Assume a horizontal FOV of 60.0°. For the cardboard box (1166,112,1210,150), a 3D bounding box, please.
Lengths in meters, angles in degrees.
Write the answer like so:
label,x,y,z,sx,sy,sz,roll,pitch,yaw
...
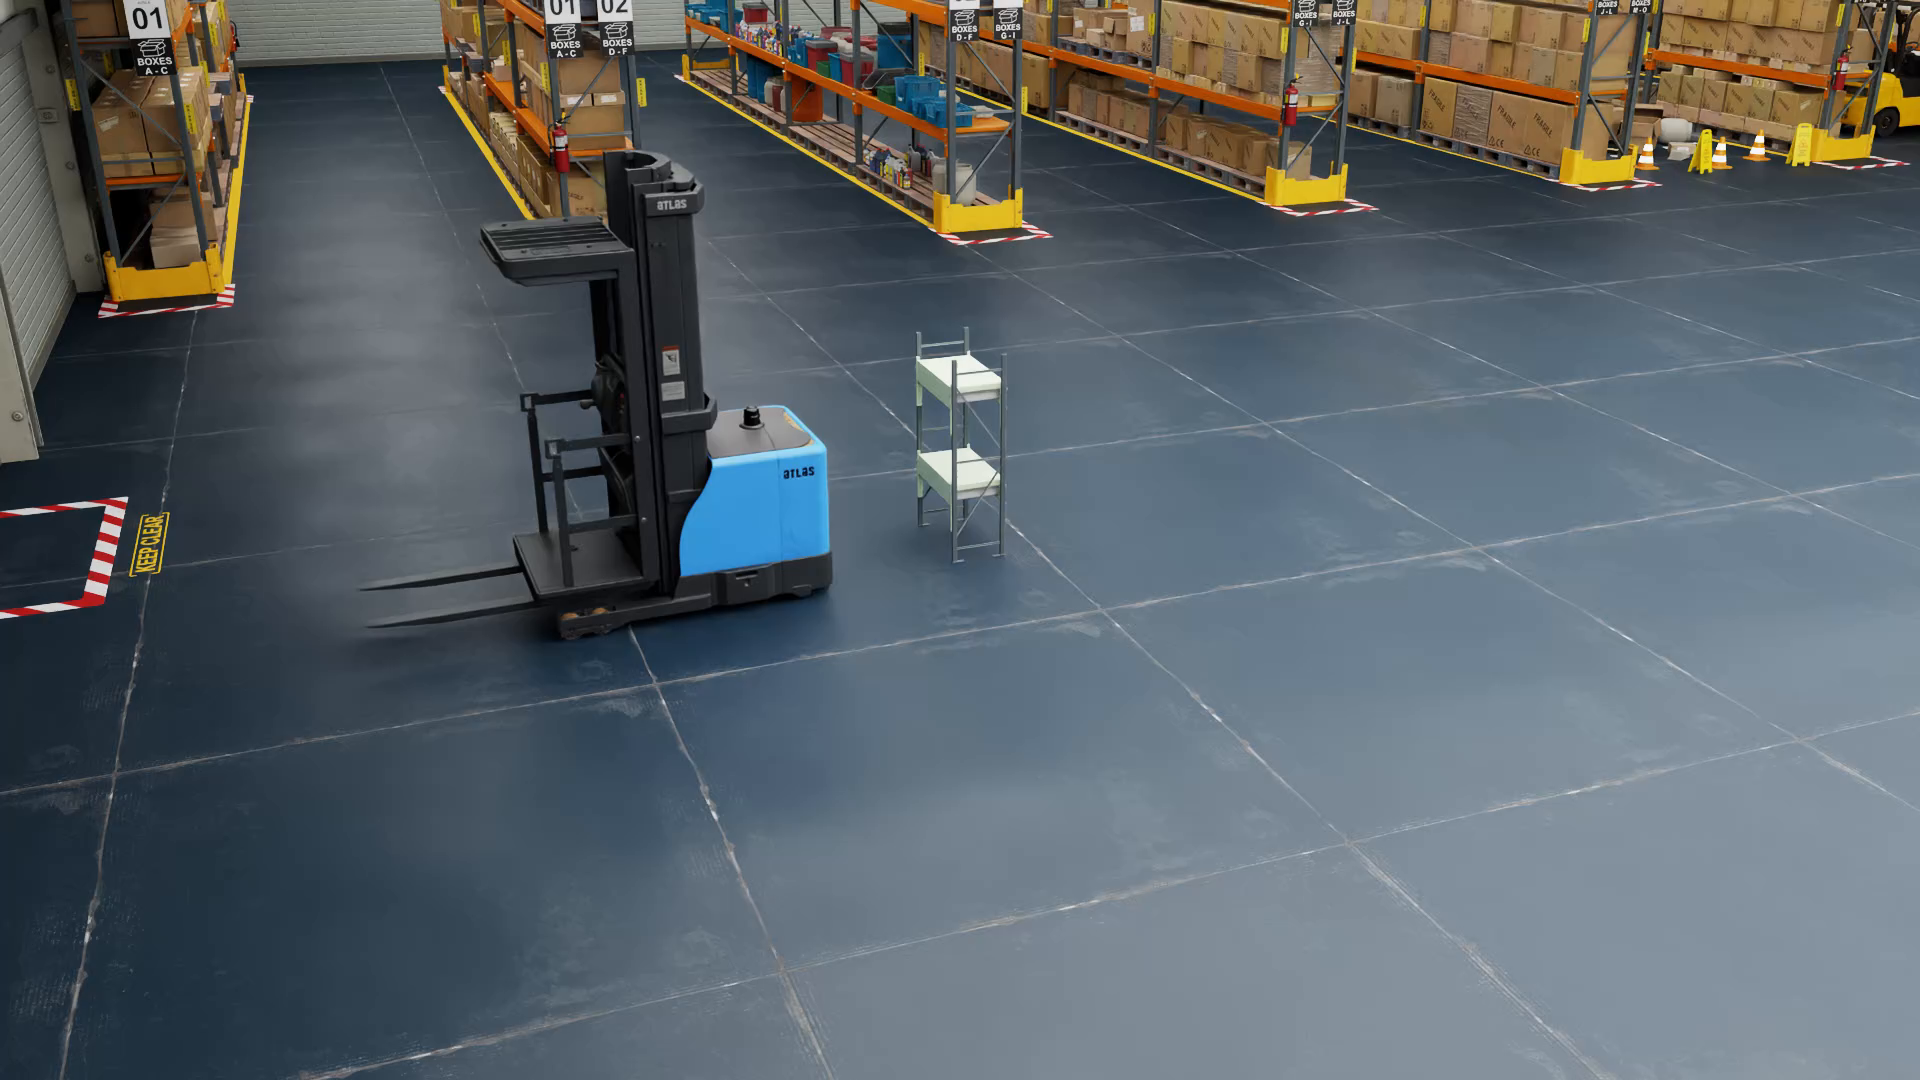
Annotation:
label,x,y,z,sx,sy,sz,roll,pitch,yaw
cardboard box,3.634,-6.536,26.574,0.500,0.500,0.500,-9,25,-21

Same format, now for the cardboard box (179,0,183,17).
label,x,y,z,sx,sy,sz,roll,pitch,yaw
cardboard box,-9.395,-6.327,19.382,0.500,0.500,0.500,-7,24,-16

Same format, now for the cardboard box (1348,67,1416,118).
label,x,y,z,sx,sy,sz,roll,pitch,yaw
cardboard box,7.566,-8.011,29.750,1.050,0.750,0.750,-8,24,-19

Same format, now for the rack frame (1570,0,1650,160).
label,x,y,z,sx,sy,sz,roll,pitch,yaw
rack frame,9.619,-6.836,24.607,1.000,3.000,0.127,-8,24,-19

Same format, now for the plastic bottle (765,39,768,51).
label,x,y,z,sx,sy,sz,roll,pitch,yaw
plastic bottle,-3.404,-8.792,29.504,0.097,0.201,0.097,0,23,0

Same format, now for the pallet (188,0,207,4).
label,x,y,z,sx,sy,sz,roll,pitch,yaw
pallet,-10.490,-7.141,21.711,1.213,0.211,1.003,-8,24,-19

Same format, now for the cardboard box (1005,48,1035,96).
label,x,y,z,sx,sy,sz,roll,pitch,yaw
cardboard box,1.585,-8.892,31.680,1.225,0.875,0.875,-8,24,-19

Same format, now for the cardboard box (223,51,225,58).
label,x,y,z,sx,sy,sz,roll,pitch,yaw
cardboard box,-12.702,-8.235,28.223,0.380,0.149,0.250,-8,24,-18

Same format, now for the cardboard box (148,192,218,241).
label,x,y,z,sx,sy,sz,roll,pitch,yaw
cardboard box,-9.532,-3.949,20.408,0.700,0.500,0.500,-10,25,-22

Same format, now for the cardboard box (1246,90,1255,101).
label,x,y,z,sx,sy,sz,roll,pitch,yaw
cardboard box,4.352,-6.419,23.942,0.380,0.149,0.250,-8,24,-19

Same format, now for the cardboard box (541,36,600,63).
label,x,y,z,sx,sy,sz,roll,pitch,yaw
cardboard box,-4.867,-6.042,20.925,0.700,0.500,0.500,-8,24,-19

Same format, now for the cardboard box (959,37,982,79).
label,x,y,z,sx,sy,sz,roll,pitch,yaw
cardboard box,0.546,-10.018,34.351,0.875,0.875,0.875,-8,24,-19

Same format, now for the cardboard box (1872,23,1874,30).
label,x,y,z,sx,sy,sz,roll,pitch,yaw
cardboard box,17.523,-9.837,31.920,0.500,0.250,0.500,-8,24,-18

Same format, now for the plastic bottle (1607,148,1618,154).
label,x,y,z,sx,sy,sz,roll,pitch,yaw
plastic bottle,10.713,-6.404,27.365,0.133,0.061,0.283,-18,29,-37

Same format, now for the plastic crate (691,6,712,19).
label,x,y,z,sx,sy,sz,roll,pitch,yaw
plastic crate,-5.331,-10.903,34.394,0.416,0.233,0.300,-8,24,-19

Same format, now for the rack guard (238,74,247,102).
label,x,y,z,sx,sy,sz,roll,pitch,yaw
rack guard,-14.619,-8.824,32.542,1.175,0.500,0.348,-8,24,-19

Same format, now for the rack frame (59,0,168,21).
label,x,y,z,sx,sy,sz,roll,pitch,yaw
rack frame,-8.958,-6.918,17.077,1.000,3.000,0.127,-8,24,-19

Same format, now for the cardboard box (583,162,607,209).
label,x,y,z,sx,sy,sz,roll,pitch,yaw
cardboard box,-4.485,-4.513,21.130,0.500,0.500,0.500,-8,24,-19

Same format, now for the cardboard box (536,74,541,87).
label,x,y,z,sx,sy,sz,roll,pitch,yaw
cardboard box,-5.274,-5.946,21.532,0.380,0.149,0.250,-9,24,-19

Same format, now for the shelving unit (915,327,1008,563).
label,x,y,z,sx,sy,sz,roll,pitch,yaw
shelving unit,0.002,-0.689,11.953,0.431,1.500,0.755,-8,24,-19

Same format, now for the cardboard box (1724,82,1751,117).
label,x,y,z,sx,sy,sz,roll,pitch,yaw
cardboard box,13.328,-7.453,28.104,0.500,0.500,0.500,-9,24,-20

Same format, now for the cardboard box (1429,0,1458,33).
label,x,y,z,sx,sy,sz,roll,pitch,yaw
cardboard box,8.304,-8.717,27.487,0.875,0.550,0.550,-8,24,-19

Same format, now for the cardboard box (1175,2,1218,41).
label,x,y,z,sx,sy,sz,roll,pitch,yaw
cardboard box,3.630,-7.910,25.355,0.500,0.500,0.500,-8,24,-19

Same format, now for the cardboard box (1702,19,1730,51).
label,x,y,z,sx,sy,sz,roll,pitch,yaw
cardboard box,13.060,-8.627,28.344,0.500,0.500,0.500,-9,24,-19

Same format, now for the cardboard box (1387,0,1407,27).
label,x,y,z,sx,sy,sz,roll,pitch,yaw
cardboard box,7.842,-9.163,28.711,0.700,0.500,0.500,-9,24,-20

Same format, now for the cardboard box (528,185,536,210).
label,x,y,z,sx,sy,sz,roll,pitch,yaw
cardboard box,-5.515,-4.639,22.395,0.500,0.250,0.500,-8,24,-19

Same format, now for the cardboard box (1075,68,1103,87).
label,x,y,z,sx,sy,sz,roll,pitch,yaw
cardboard box,2.382,-8.256,29.663,0.500,0.250,0.500,-7,24,-17

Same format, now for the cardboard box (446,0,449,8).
label,x,y,z,sx,sy,sz,roll,pitch,yaw
cardboard box,-9.523,-10.402,31.651,0.500,0.500,0.500,-9,24,-19

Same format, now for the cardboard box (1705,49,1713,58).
label,x,y,z,sx,sy,sz,roll,pitch,yaw
cardboard box,13.051,-8.367,28.563,0.380,0.149,0.250,-8,24,-19

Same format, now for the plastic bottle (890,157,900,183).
label,x,y,z,sx,sy,sz,roll,pitch,yaw
plastic bottle,-0.924,-5.307,23.824,0.144,0.351,0.185,-7,24,-17

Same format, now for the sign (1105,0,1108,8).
label,x,y,z,sx,sy,sz,roll,pitch,yaw
sign,2.622,-9.674,29.952,0.100,0.325,0.005,-8,24,-19

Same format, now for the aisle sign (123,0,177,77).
label,x,y,z,sx,sy,sz,roll,pitch,yaw
aisle sign,-8.652,-5.366,17.773,0.394,0.787,0.004,-8,24,-19

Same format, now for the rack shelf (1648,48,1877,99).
label,x,y,z,sx,sy,sz,roll,pitch,yaw
rack shelf,13.508,-7.947,28.170,1.077,0.370,4.000,-8,24,-19

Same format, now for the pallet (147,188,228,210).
label,x,y,z,sx,sy,sz,roll,pitch,yaw
pallet,-10.648,-4.605,22.903,1.003,0.211,1.213,-8,24,-19

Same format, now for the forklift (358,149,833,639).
label,x,y,z,sx,sy,sz,roll,pitch,yaw
forklift,-2.439,-0.942,10.712,3.031,2.935,1.130,-9,24,-20

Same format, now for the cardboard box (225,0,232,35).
label,x,y,z,sx,sy,sz,roll,pitch,yaw
cardboard box,-14.421,-9.921,31.541,0.980,0.700,0.700,-7,24,-17

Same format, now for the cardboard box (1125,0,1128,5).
label,x,y,z,sx,sy,sz,roll,pitch,yaw
cardboard box,3.948,-12.179,37.608,0.380,0.149,0.250,-9,24,-20

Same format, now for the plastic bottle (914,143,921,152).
label,x,y,z,sx,sy,sz,roll,pitch,yaw
plastic bottle,-0.606,-5.754,24.883,0.144,0.351,0.185,-9,24,-20

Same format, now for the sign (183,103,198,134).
label,x,y,z,sx,sy,sz,roll,pitch,yaw
sign,-8.451,-4.627,18.251,0.100,0.325,0.005,-8,24,-19

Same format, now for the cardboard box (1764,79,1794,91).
label,x,y,z,sx,sy,sz,roll,pitch,yaw
cardboard box,13.495,-7.502,27.387,0.380,0.149,0.250,-8,24,-17

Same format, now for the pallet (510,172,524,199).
label,x,y,z,sx,sy,sz,roll,pitch,yaw
pallet,-6.035,-5.265,24.470,1.003,0.211,1.213,-8,24,-19

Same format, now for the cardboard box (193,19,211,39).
label,x,y,z,sx,sy,sz,roll,pitch,yaw
cardboard box,-11.714,-7.809,25.412,0.500,0.250,0.500,-8,24,-18

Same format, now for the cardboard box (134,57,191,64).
label,x,y,z,sx,sy,sz,roll,pitch,yaw
cardboard box,-10.710,-6.249,22.520,0.700,0.500,0.500,-6,24,-14

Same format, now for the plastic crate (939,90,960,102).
label,x,y,z,sx,sy,sz,roll,pitch,yaw
plastic crate,-0.293,-6.289,23.649,0.530,0.136,0.437,-8,24,-19

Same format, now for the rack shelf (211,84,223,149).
label,x,y,z,sx,sy,sz,roll,pitch,yaw
rack shelf,-11.078,-6.002,23.554,1.077,0.370,4.000,-8,24,-19

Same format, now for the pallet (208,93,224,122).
label,x,y,z,sx,sy,sz,roll,pitch,yaw
pallet,-10.505,-5.816,22.434,1.003,0.211,1.213,-8,24,-19

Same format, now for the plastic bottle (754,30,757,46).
label,x,y,z,sx,sy,sz,roll,pitch,yaw
plastic bottle,-3.698,-9.127,30.207,0.097,0.271,0.097,0,23,0

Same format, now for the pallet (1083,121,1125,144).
label,x,y,z,sx,sy,sz,roll,pitch,yaw
pallet,2.819,-7.087,28.794,1.003,0.211,1.213,-8,24,-19

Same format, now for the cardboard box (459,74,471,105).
label,x,y,z,sx,sy,sz,roll,pitch,yaw
cardboard box,-9.031,-8.414,31.002,0.500,0.500,0.500,-8,24,-19

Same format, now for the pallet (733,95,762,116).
label,x,y,z,sx,sy,sz,roll,pitch,yaw
pallet,-3.696,-8.302,31.675,1.003,0.211,1.213,-8,24,-19

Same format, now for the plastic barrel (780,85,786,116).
label,x,y,z,sx,sy,sz,roll,pitch,yaw
plastic barrel,-2.988,-7.835,29.639,0.421,0.512,0.421,0,23,0

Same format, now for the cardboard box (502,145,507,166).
label,x,y,z,sx,sy,sz,roll,pitch,yaw
cardboard box,-6.693,-5.880,25.339,0.500,0.250,0.500,-8,24,-18

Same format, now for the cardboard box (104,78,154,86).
label,x,y,z,sx,sy,sz,roll,pitch,yaw
cardboard box,-10.051,-5.323,20.218,0.500,0.500,0.500,-8,24,-18

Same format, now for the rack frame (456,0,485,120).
label,x,y,z,sx,sy,sz,roll,pitch,yaw
rack frame,-8.565,-9.195,30.203,1.000,3.000,0.127,-8,24,-19
